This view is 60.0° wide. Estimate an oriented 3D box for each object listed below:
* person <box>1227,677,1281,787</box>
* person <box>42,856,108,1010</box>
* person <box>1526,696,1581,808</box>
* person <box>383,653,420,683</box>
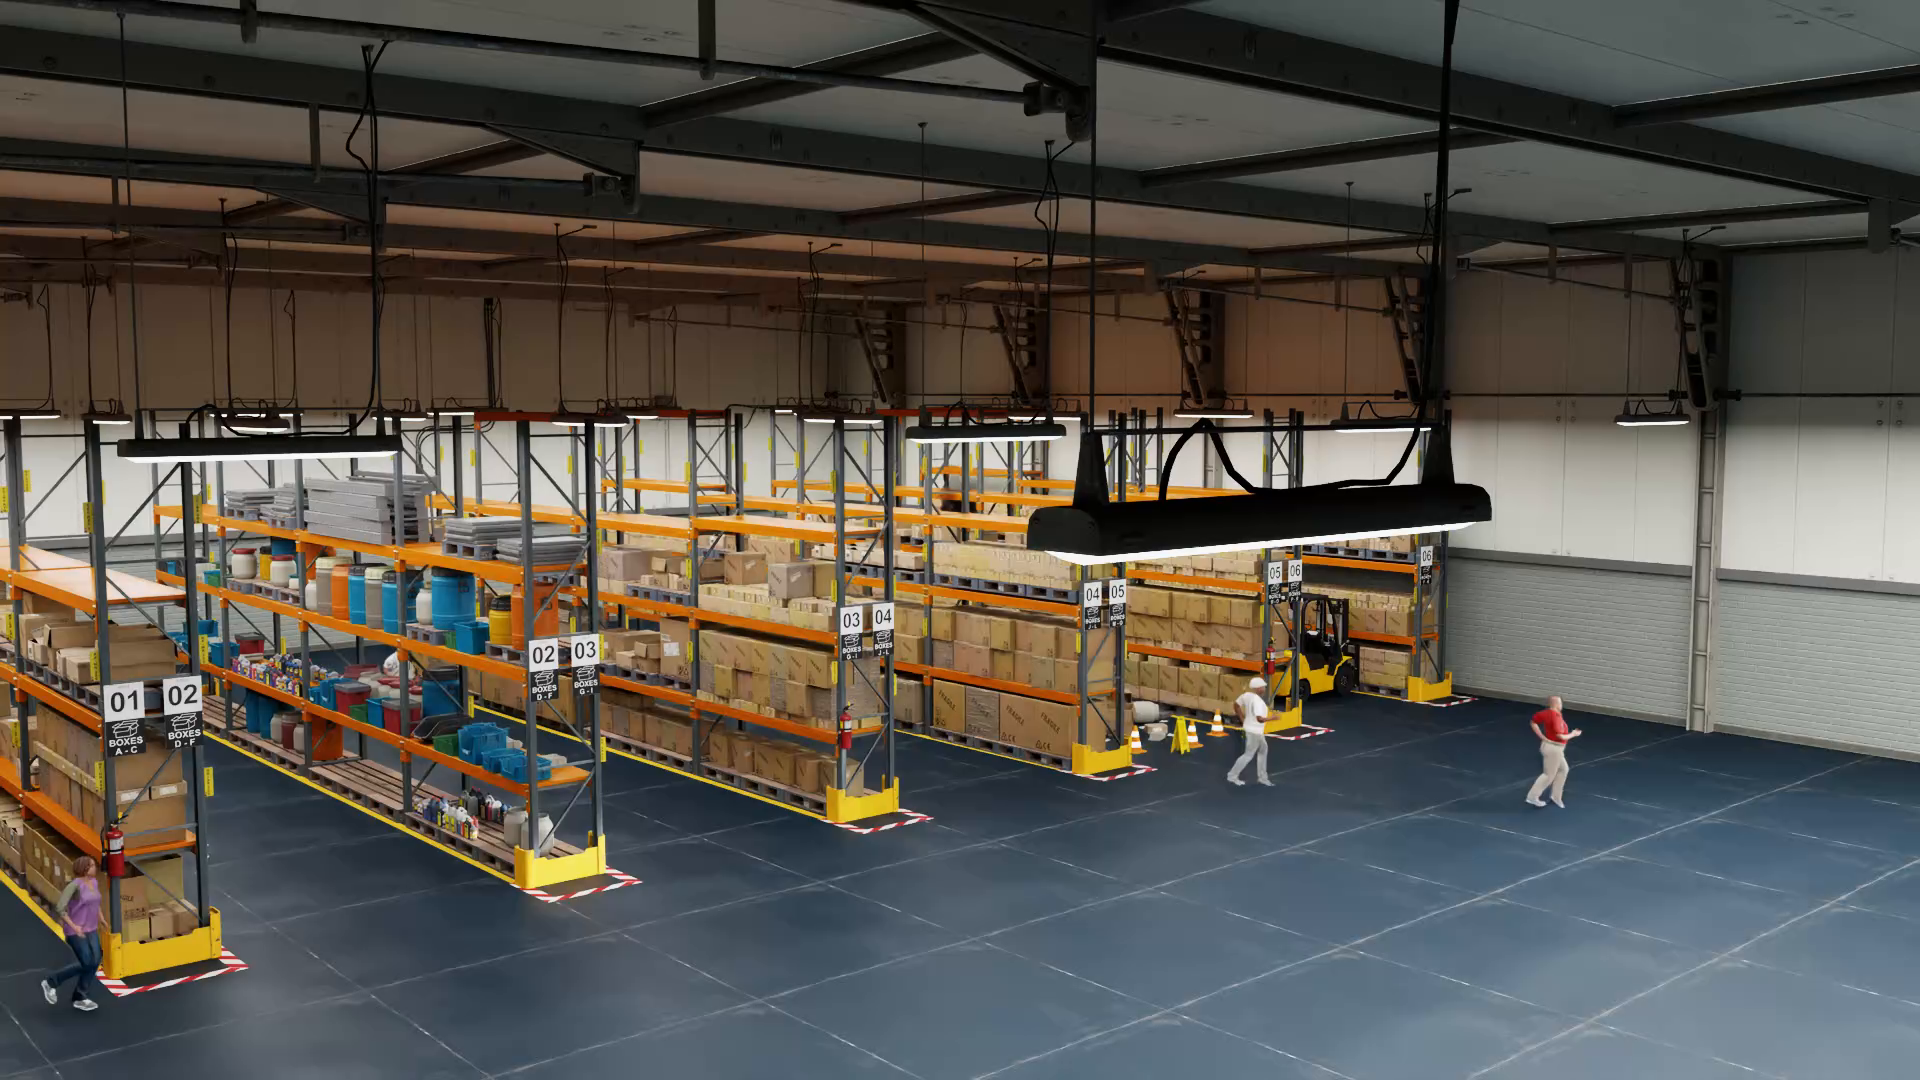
[{"bbox_3d":[4.708,3.110,26.715,0.856,1.816,0.650,0,5,-1],"label":"person"},{"bbox_3d":[-9.146,4.052,17.247,0.539,1.551,0.580,0,5,3],"label":"person"},{"bbox_3d":[9.025,3.265,25.327,0.795,1.800,0.640,0,5,2],"label":"person"},{"bbox_3d":[-10.507,2.710,31.346,0.596,1.736,0.641,4,6,35],"label":"person"}]
